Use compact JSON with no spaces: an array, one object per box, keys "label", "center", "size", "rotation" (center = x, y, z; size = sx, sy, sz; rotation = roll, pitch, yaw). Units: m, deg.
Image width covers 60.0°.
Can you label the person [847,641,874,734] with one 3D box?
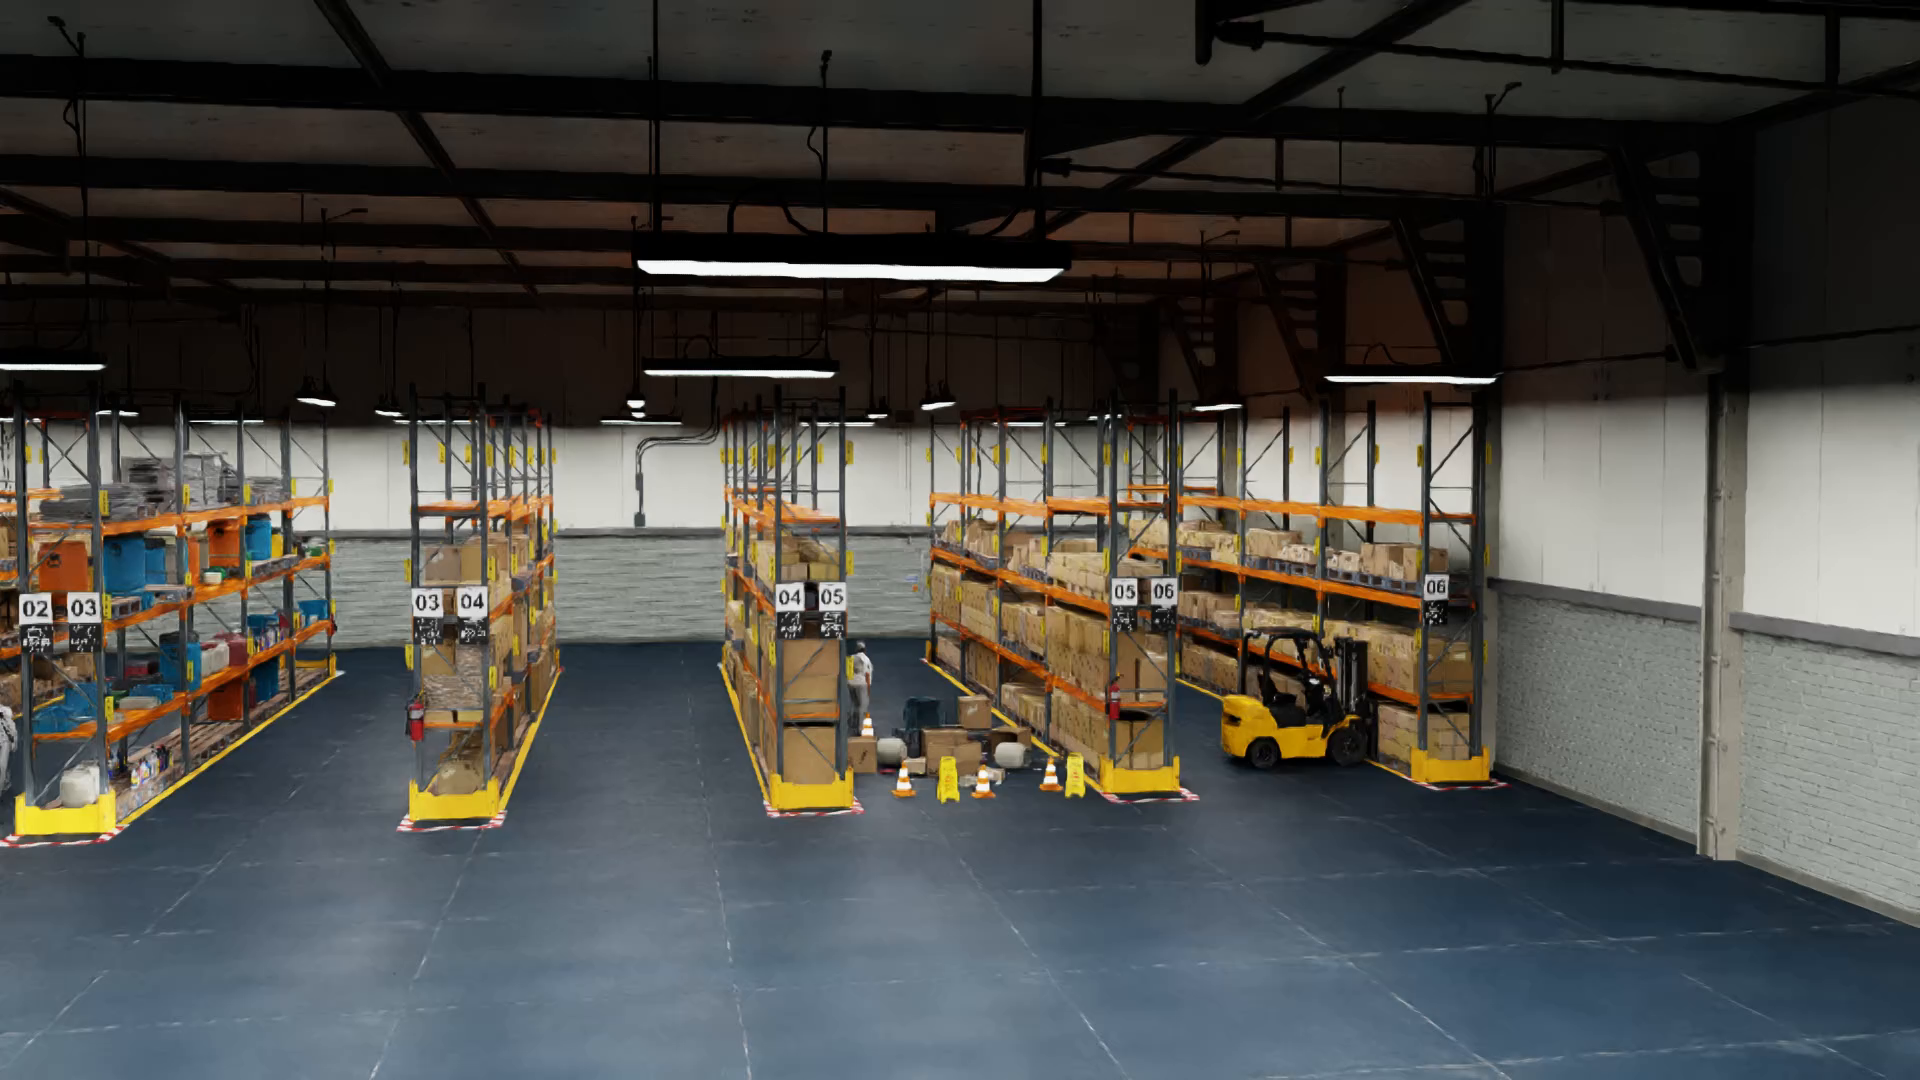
[{"label":"person","center":[-1.770,2.644,29.937],"size":[0.449,1.671,0.533],"rotation":[-2,4,-41]}]

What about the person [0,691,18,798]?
[{"label":"person","center":[-14.087,2.955,24.300],"size":[0.495,1.589,1.086],"rotation":[0,3,-9]}]
